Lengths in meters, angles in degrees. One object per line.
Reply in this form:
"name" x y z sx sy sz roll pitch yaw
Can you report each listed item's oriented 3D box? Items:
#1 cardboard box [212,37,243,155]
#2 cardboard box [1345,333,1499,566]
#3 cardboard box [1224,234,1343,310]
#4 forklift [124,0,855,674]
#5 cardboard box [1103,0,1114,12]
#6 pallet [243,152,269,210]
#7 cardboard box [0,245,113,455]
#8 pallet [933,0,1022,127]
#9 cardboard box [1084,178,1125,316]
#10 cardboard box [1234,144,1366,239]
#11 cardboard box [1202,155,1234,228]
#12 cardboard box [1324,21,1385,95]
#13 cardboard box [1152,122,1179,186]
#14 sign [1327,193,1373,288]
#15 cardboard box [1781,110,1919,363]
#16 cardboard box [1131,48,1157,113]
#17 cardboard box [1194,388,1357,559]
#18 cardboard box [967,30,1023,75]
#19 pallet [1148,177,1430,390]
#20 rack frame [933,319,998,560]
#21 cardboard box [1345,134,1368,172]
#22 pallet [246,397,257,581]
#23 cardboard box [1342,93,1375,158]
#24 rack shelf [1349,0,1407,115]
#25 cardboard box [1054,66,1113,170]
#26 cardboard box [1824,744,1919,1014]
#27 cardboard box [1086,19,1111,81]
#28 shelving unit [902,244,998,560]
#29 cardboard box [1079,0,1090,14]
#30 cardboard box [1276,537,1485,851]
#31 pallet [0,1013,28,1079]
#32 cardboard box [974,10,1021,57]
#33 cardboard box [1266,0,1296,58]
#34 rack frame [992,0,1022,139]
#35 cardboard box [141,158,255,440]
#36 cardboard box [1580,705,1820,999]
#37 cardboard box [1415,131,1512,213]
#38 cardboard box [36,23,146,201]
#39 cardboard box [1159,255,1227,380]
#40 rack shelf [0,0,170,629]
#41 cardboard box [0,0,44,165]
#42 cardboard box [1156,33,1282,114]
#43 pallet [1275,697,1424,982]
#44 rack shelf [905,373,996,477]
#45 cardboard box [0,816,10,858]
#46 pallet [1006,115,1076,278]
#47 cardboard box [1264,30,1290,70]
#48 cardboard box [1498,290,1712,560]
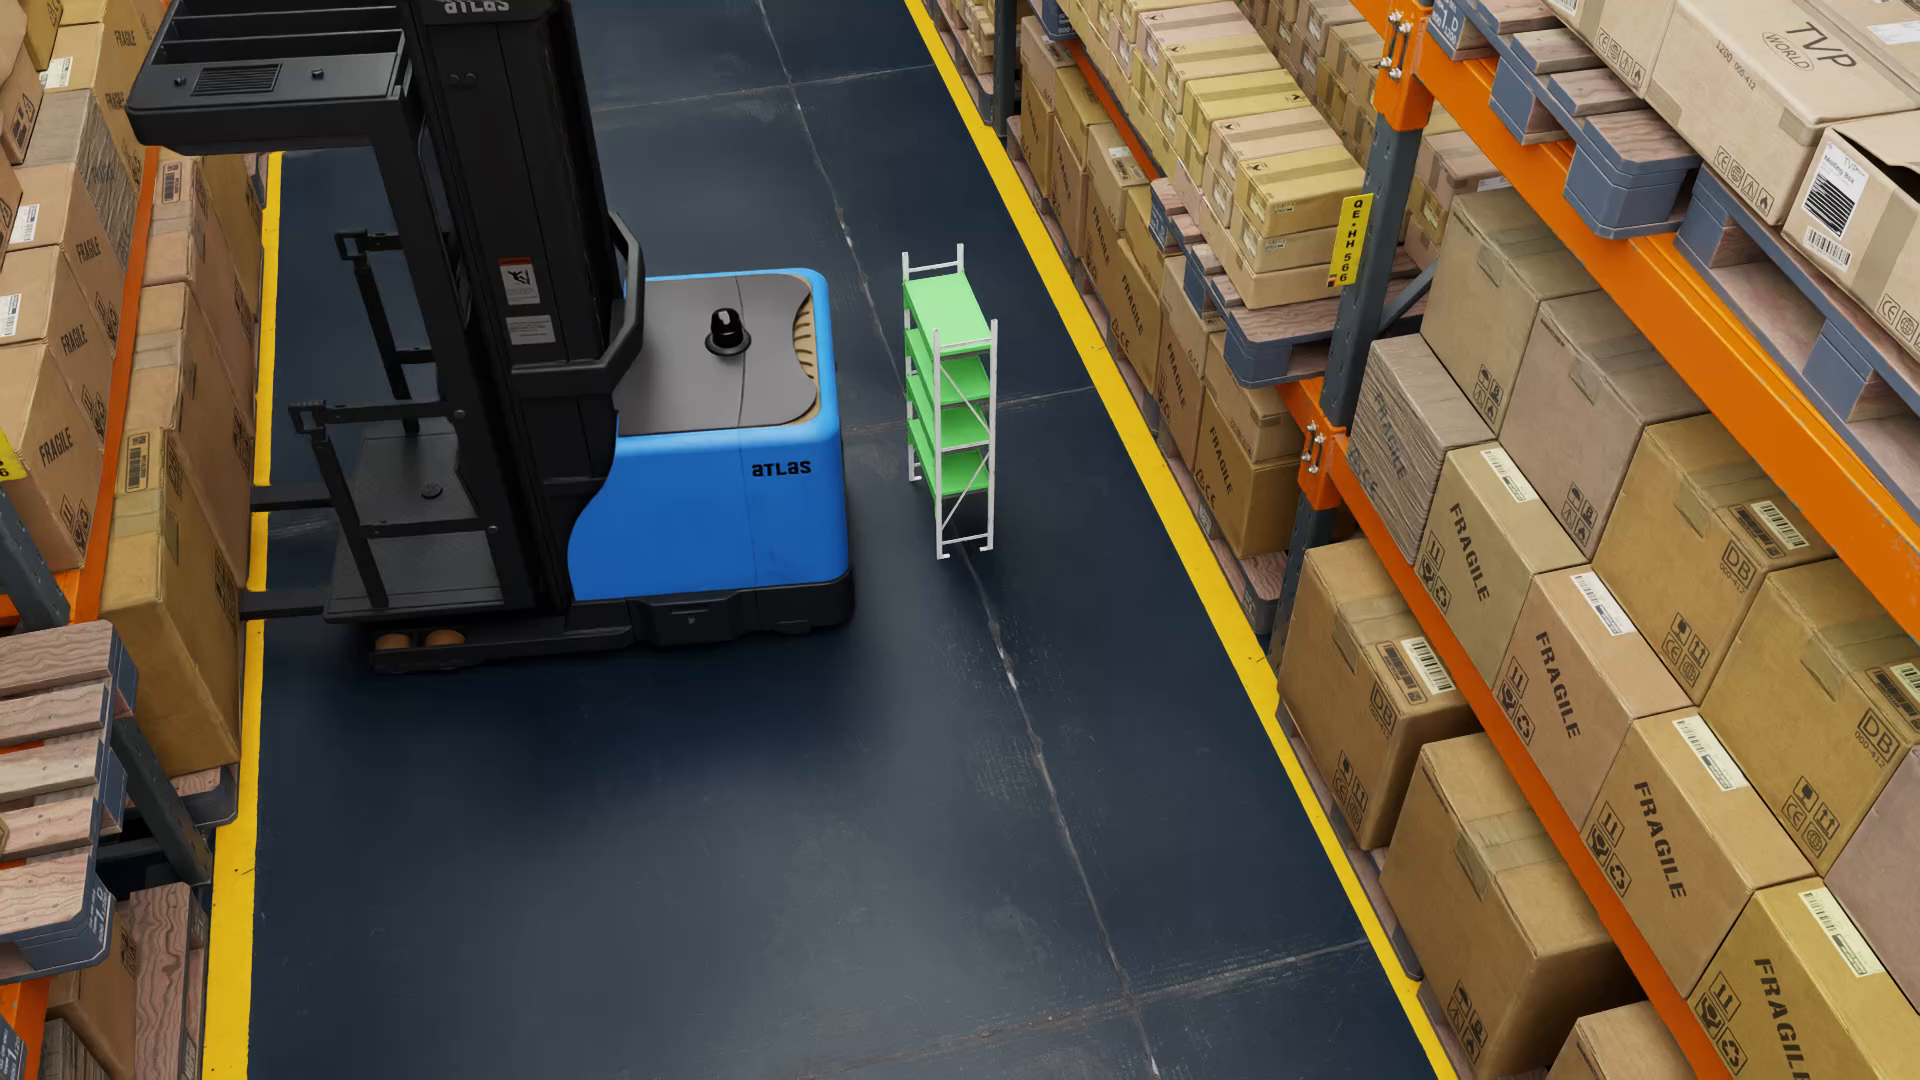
"cardboard box" -4.232 -2.430 8.475 0.875 0.875 0.875 -11 47 -10
"cardboard box" 1.558 -0.307 5.132 0.500 0.500 0.500 -10 46 -10
"cardboard box" 1.133 -0.947 5.711 0.380 0.149 0.250 -10 46 -10
"forklift" -1.970 -0.904 5.834 3.031 2.935 1.130 -4 46 -4
"cardboard box" 0.740 -2.227 6.548 0.380 0.149 0.250 -9 46 -9
"pallet" -4.260 -2.120 8.930 1.003 0.211 1.213 -11 47 -10
"cardboard box" -3.112 -0.571 5.390 0.500 0.500 0.500 -12 47 -11
"pallet" 0.474 -2.875 9.670 1.003 0.211 1.213 -11 47 -10
"cardboard box" 0.897 -1.383 7.712 0.500 0.500 0.500 -10 46 -10
"cardboard box" 1.135 -1.154 5.496 0.380 0.149 0.250 -12 47 -12
"cardboard box" 1.067 -1.237 5.786 0.380 0.149 0.250 -9 46 -9
"cardboard box" 1.576 -1.792 6.122 0.380 0.149 0.250 -13 47 -12
"cardboard box" 0.945 -1.469 6.222 0.380 0.149 0.250 -11 47 -11
"sign" 1.182 -0.904 5.031 0.100 0.325 0.005 -11 47 -10
"cardboard box" 1.936 -0.592 3.079 0.500 0.311 0.500 -11 47 -11
"cardboard box" 0.872 -1.763 6.302 0.380 0.149 0.250 -11 47 -11
"cardboard box" 1.283 -0.310 6.661 0.500 0.500 0.500 -11 47 -11
"cardboard box" 0.250 -2.751 9.299 0.380 0.149 0.250 -10 46 -10
"pallet" 1.418 -1.037 6.051 1.213 0.211 1.003 -11 47 -10
"rack frame" 0.020 -0.366 6.519 0.240 1.200 0.015 -11 47 -10
"cardboard box" 1.646 -1.408 6.162 0.380 0.149 0.250 -9 46 -8
"pallet" -3.555 -0.217 7.066 1.003 0.211 1.213 -11 47 -10
"cardboard box" 1.631 -1.536 6.079 0.380 0.149 0.250 -12 47 -12
"rack shelf" 1.192 -2.811 6.058 1.077 0.370 4.000 -11 47 -10
"cardboard box" 0.752 -2.002 7.794 0.500 0.250 0.500 -10 46 -9
"cardboard box" 2.332 0.699 3.445 0.700 0.500 0.500 -10 46 -10
"cardboard box" 0.737 -2.021 6.763 0.380 0.149 0.250 -13 47 -12
"shelving unit" -0.042 -0.534 6.684 0.258 1.200 0.503 -11 47 -10
"cardboard box" 0.677 -2.296 6.824 0.380 0.149 0.250 -11 47 -11
"cardboard box" 1.773 0.446 5.745 1.050 0.750 0.750 -11 47 -11
"pallet" -2.570 1.632 3.436 1.003 0.211 1.213 -11 47 -10
"cardboard box" 0.292 -2.806 9.144 0.380 0.149 0.250 -10 46 -10
"cardboard box" 1.443 -2.054 6.587 0.380 0.149 0.250 -11 47 -11
"rack frame" 0.680 -3.393 8.226 1.000 3.000 0.127 -11 47 -10
"cardboard box" -3.728 -0.905 6.981 1.225 0.875 0.875 -12 47 -12
"cardboard box" 1.945 0.736 4.109 0.500 0.500 0.500 -11 47 -11
"cardboard box" 1.772 -1.257 5.597 0.380 0.149 0.250 -11 47 -10
"cardboard box" -3.497 -1.616 6.414 0.500 0.500 0.500 -11 47 -11
"cardboard box" 1.135 -0.937 6.750 0.500 0.250 0.500 -10 46 -10
"rack shelf" -3.629 -0.924 6.309 1.077 0.370 4.000 -11 47 -10
"cardboard box" -3.631 -1.601 5.697 0.797 0.503 0.637 -9 46 -9
"cardboard box" 0.934 -1.692 6.024 0.380 0.149 0.250 -9 46 -9
"pallet" 1.833 0.902 5.969 1.003 0.211 1.213 -11 47 -10
"rack shelf" -0.042 -0.490 6.730 0.258 0.148 0.480 -11 47 -10
"cardboard box" -2.700 0.756 3.796 0.700 0.500 0.500 -4 46 -4
"pallet" 0.880 -1.880 8.695 1.003 0.211 1.213 -11 47 -10
"cardboard box" 1.443 -1.952 6.695 0.380 0.149 0.250 -10 46 -10
"cardboard box" 1.940 -0.356 4.479 0.700 0.500 0.500 -11 47 -11
